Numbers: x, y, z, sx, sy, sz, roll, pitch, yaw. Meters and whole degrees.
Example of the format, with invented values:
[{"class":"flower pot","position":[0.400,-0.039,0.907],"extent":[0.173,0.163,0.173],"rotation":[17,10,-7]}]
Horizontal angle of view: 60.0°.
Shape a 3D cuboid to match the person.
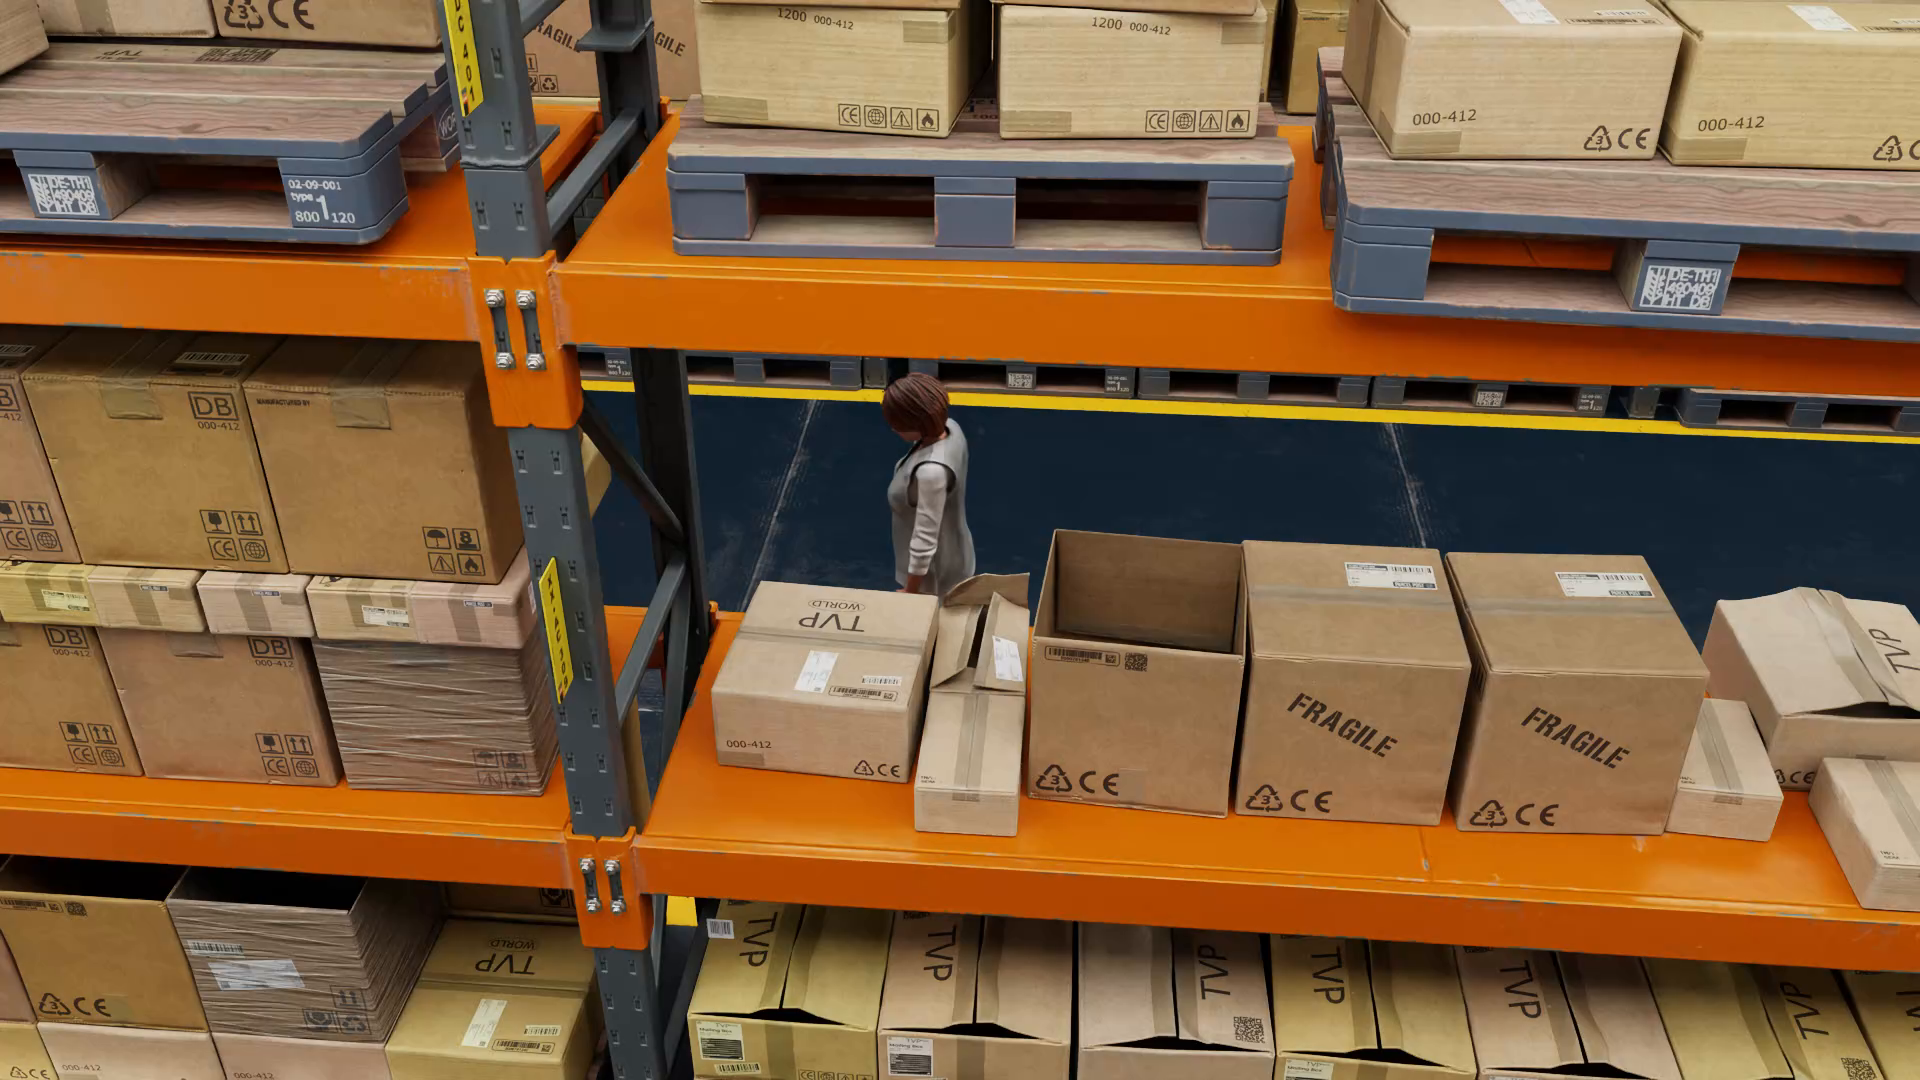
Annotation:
[{"class":"person","position":[-0.103,0.126,5.965],"extent":[0.316,1.587,0.412],"rotation":[3,33,4]}]
